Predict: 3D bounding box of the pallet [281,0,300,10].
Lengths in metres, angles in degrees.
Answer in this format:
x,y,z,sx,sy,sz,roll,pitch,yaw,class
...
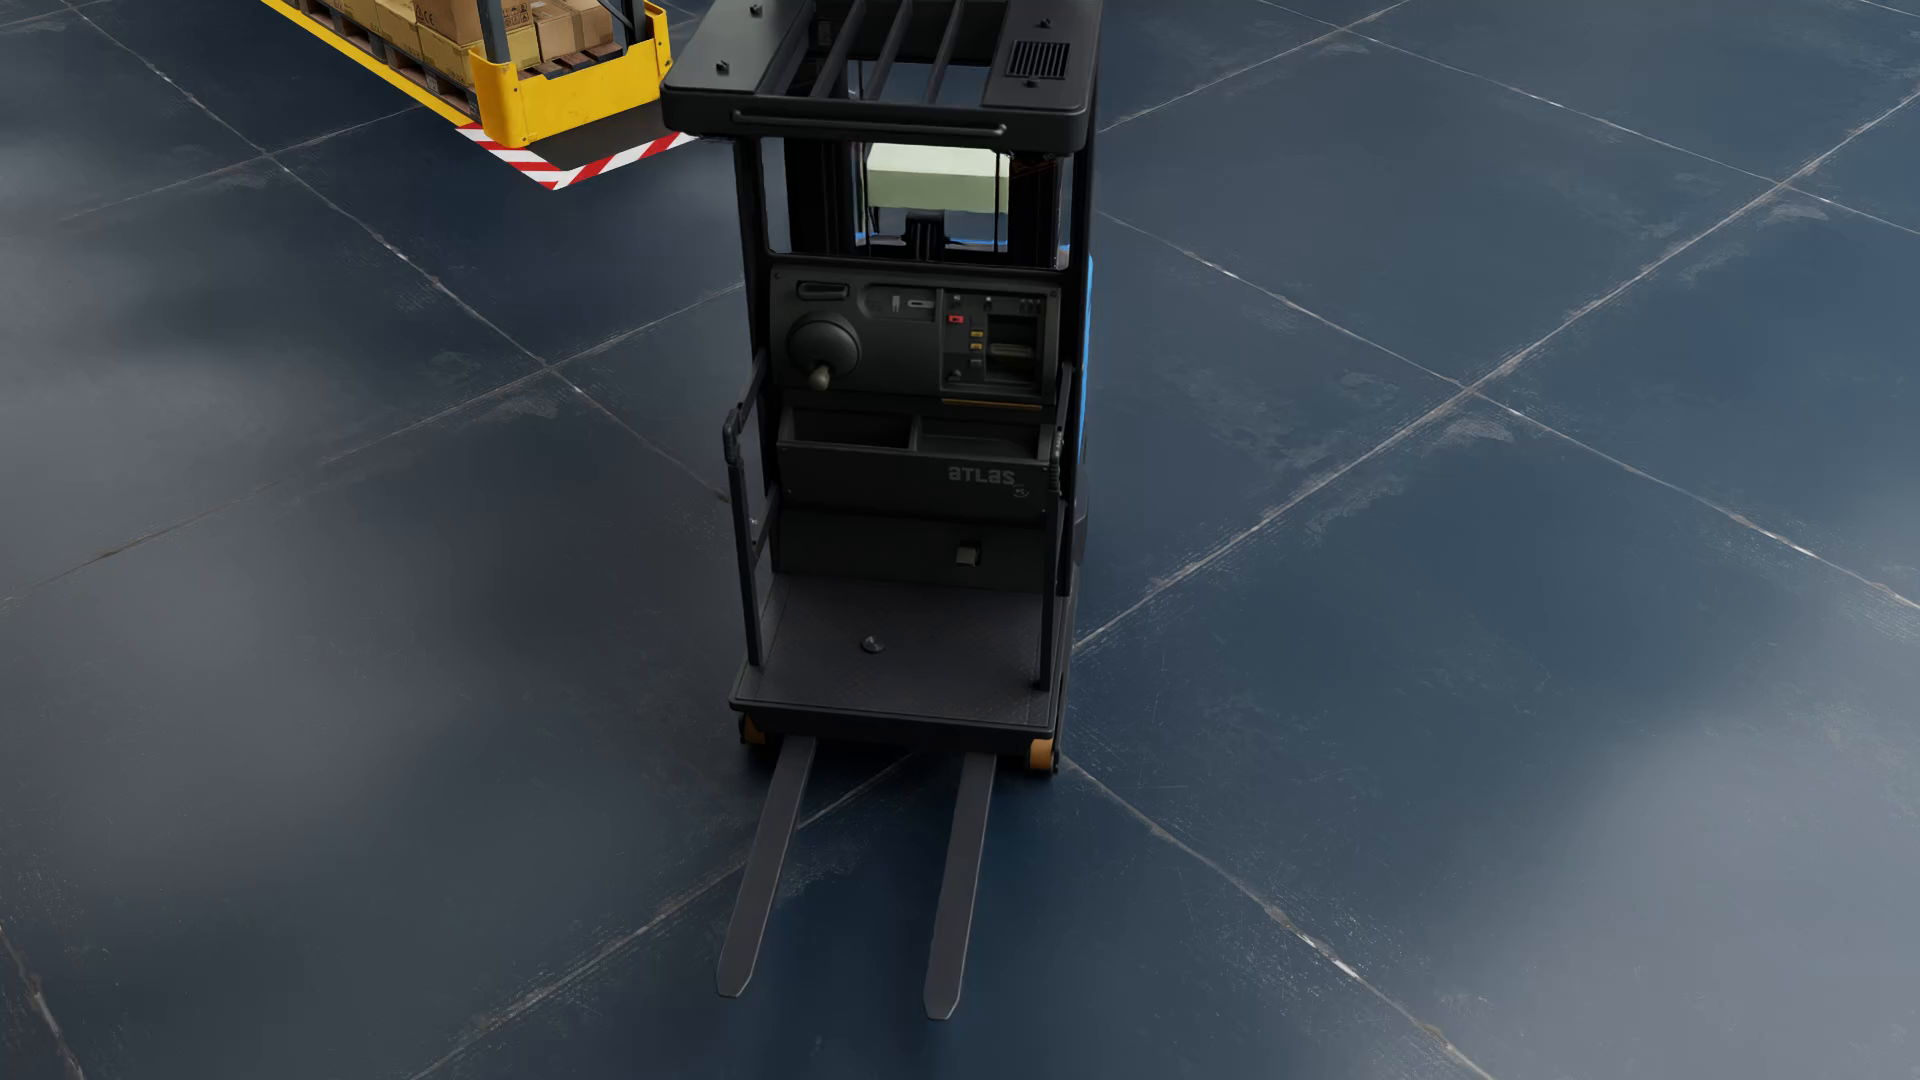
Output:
x,y,z,sx,sy,sz,roll,pitch,yaw,class
-4.470,-4.111,11.672,1.003,0.211,1.213,-30,48,-32,pallet

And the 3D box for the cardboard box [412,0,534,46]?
x,y,z,sx,sy,sz,roll,pitch,yaw,class
-2.854,-3.238,9.629,0.500,0.500,0.500,-30,48,-32,cardboard box

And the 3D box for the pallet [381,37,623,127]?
x,y,z,sx,sy,sz,roll,pitch,yaw,class
-2.820,-2.982,10.274,1.003,0.211,1.213,-30,48,-32,pallet

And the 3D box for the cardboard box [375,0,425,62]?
x,y,z,sx,sy,sz,roll,pitch,yaw,class
-3.199,-3.173,10.146,0.500,0.250,0.500,-30,48,-32,cardboard box

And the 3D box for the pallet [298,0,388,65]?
x,y,z,sx,sy,sz,roll,pitch,yaw,class
-3.641,-3.546,10.973,1.003,0.211,1.213,-30,48,-32,pallet

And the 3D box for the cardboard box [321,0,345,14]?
x,y,z,sx,sy,sz,roll,pitch,yaw,class
-3.875,-3.636,10.719,0.500,0.250,0.500,-30,48,-32,cardboard box

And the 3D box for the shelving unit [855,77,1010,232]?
x,y,z,sx,sy,sz,roll,pitch,yaw,class
-0.008,-1.117,6.939,0.755,1.500,0.431,4,39,5,shelving unit

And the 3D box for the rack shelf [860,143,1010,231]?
x,y,z,sx,sy,sz,roll,pitch,yaw,class
-0.008,-1.421,6.694,0.720,0.370,0.431,4,39,5,rack shelf

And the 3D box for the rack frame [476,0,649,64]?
x,y,z,sx,sy,sz,roll,pitch,yaw,class
-2.272,-3.731,8.982,1.000,3.000,0.127,-30,48,-32,rack frame

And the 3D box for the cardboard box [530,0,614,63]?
x,y,z,sx,sy,sz,roll,pitch,yaw,class
-2.470,-3.167,10.138,0.500,0.250,0.500,-30,48,-32,cardboard box

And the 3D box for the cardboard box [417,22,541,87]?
x,y,z,sx,sy,sz,roll,pitch,yaw,class
-2.852,-2.947,9.866,0.500,0.250,0.500,-30,48,-32,cardboard box

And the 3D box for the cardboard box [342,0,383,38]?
x,y,z,sx,sy,sz,roll,pitch,yaw,class
-3.538,-3.404,10.432,0.500,0.250,0.500,-30,48,-32,cardboard box

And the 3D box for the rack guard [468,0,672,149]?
x,y,z,sx,sy,sz,roll,pitch,yaw,class
-2.255,-2.747,9.754,1.175,0.500,0.348,-30,48,-32,rack guard

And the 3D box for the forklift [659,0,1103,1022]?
x,y,z,sx,sy,sz,roll,pitch,yaw,class
-0.172,-0.576,5.130,1.130,2.935,3.031,5,39,6,forklift

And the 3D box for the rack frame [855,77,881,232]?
x,y,z,sx,sy,sz,roll,pitch,yaw,class
-0.371,-1.144,6.973,0.023,1.500,0.400,4,39,5,rack frame
